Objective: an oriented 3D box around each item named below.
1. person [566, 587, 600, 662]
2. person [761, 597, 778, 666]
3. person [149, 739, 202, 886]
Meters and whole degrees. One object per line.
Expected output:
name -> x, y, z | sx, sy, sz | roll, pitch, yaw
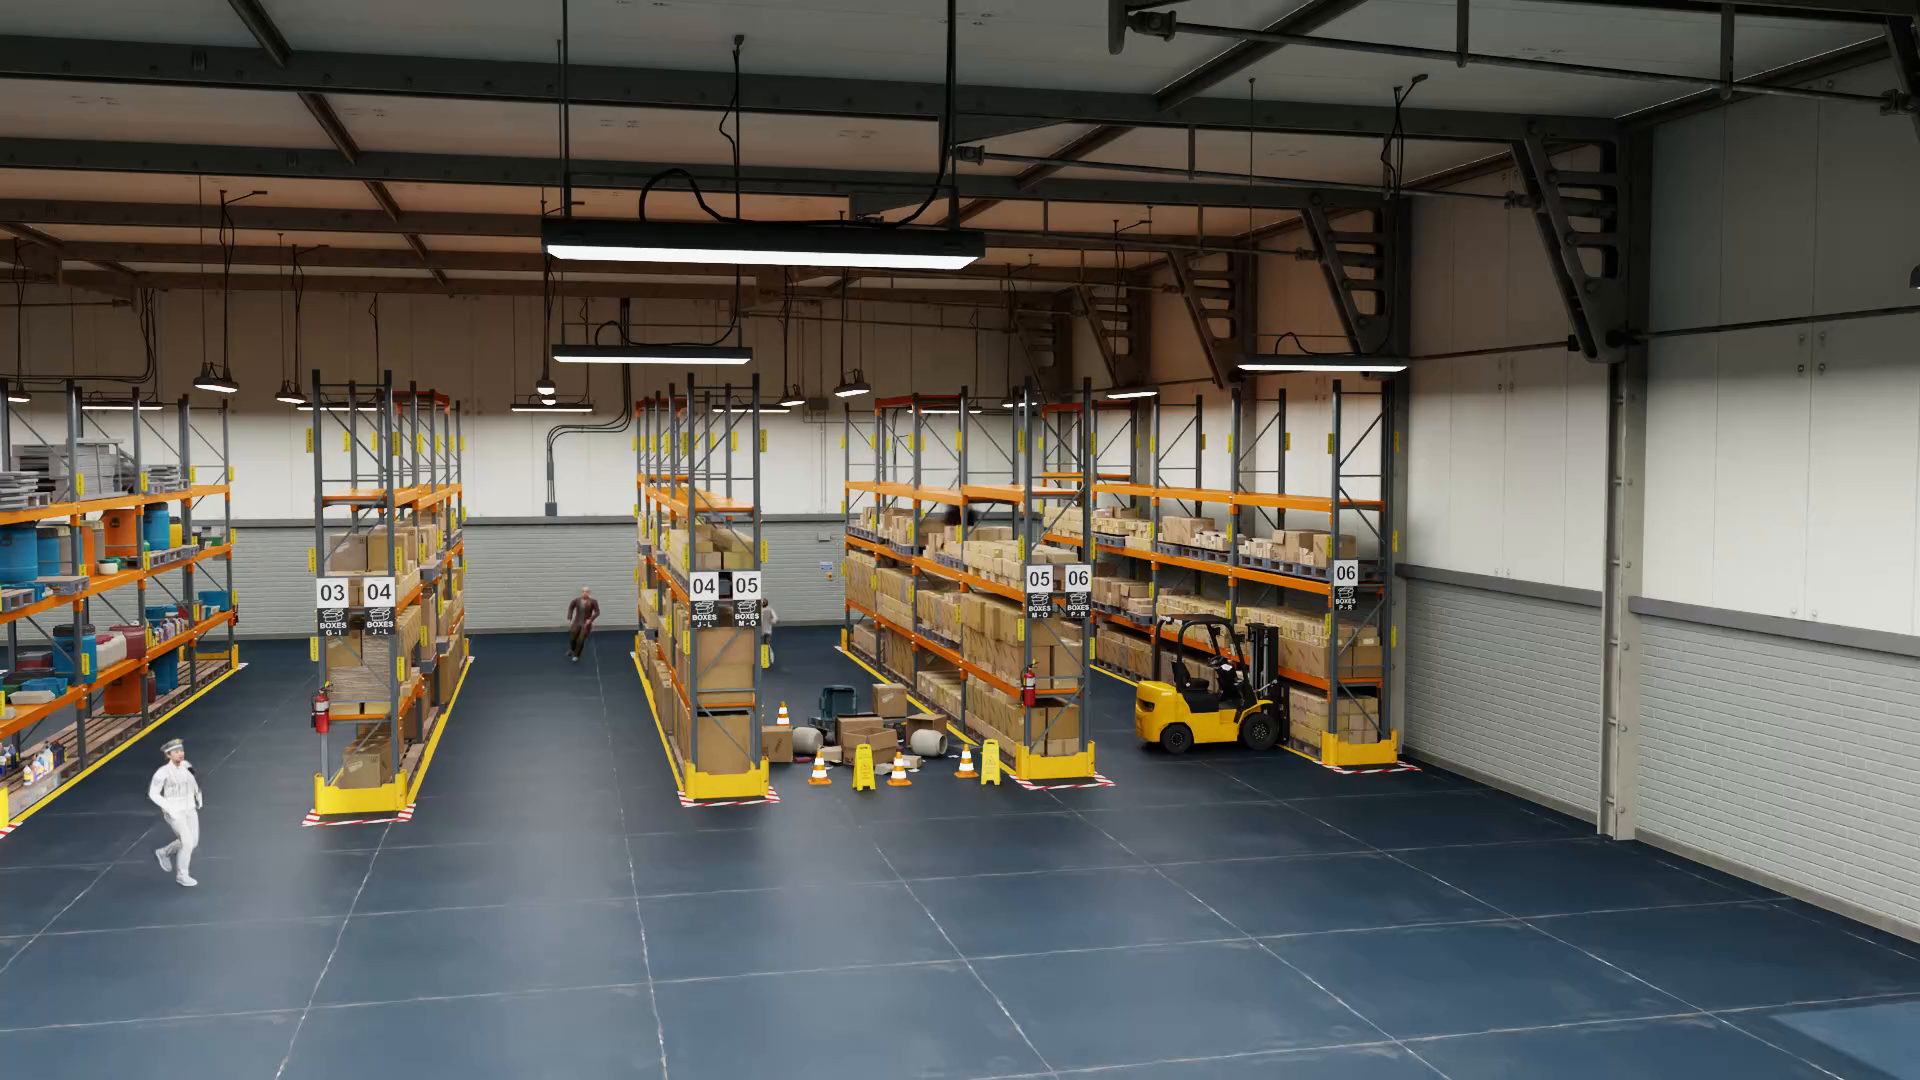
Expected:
person -> -8.727, 1.938, 38.394 | 0.833, 1.711, 0.621 | 0, 3, -2
person -> -4.393, 2.064, 37.419 | 0.518, 1.550, 0.526 | -2, 4, -30
person -> -8.937, 3.088, 18.952 | 0.566, 1.672, 0.612 | 1, 4, 22
